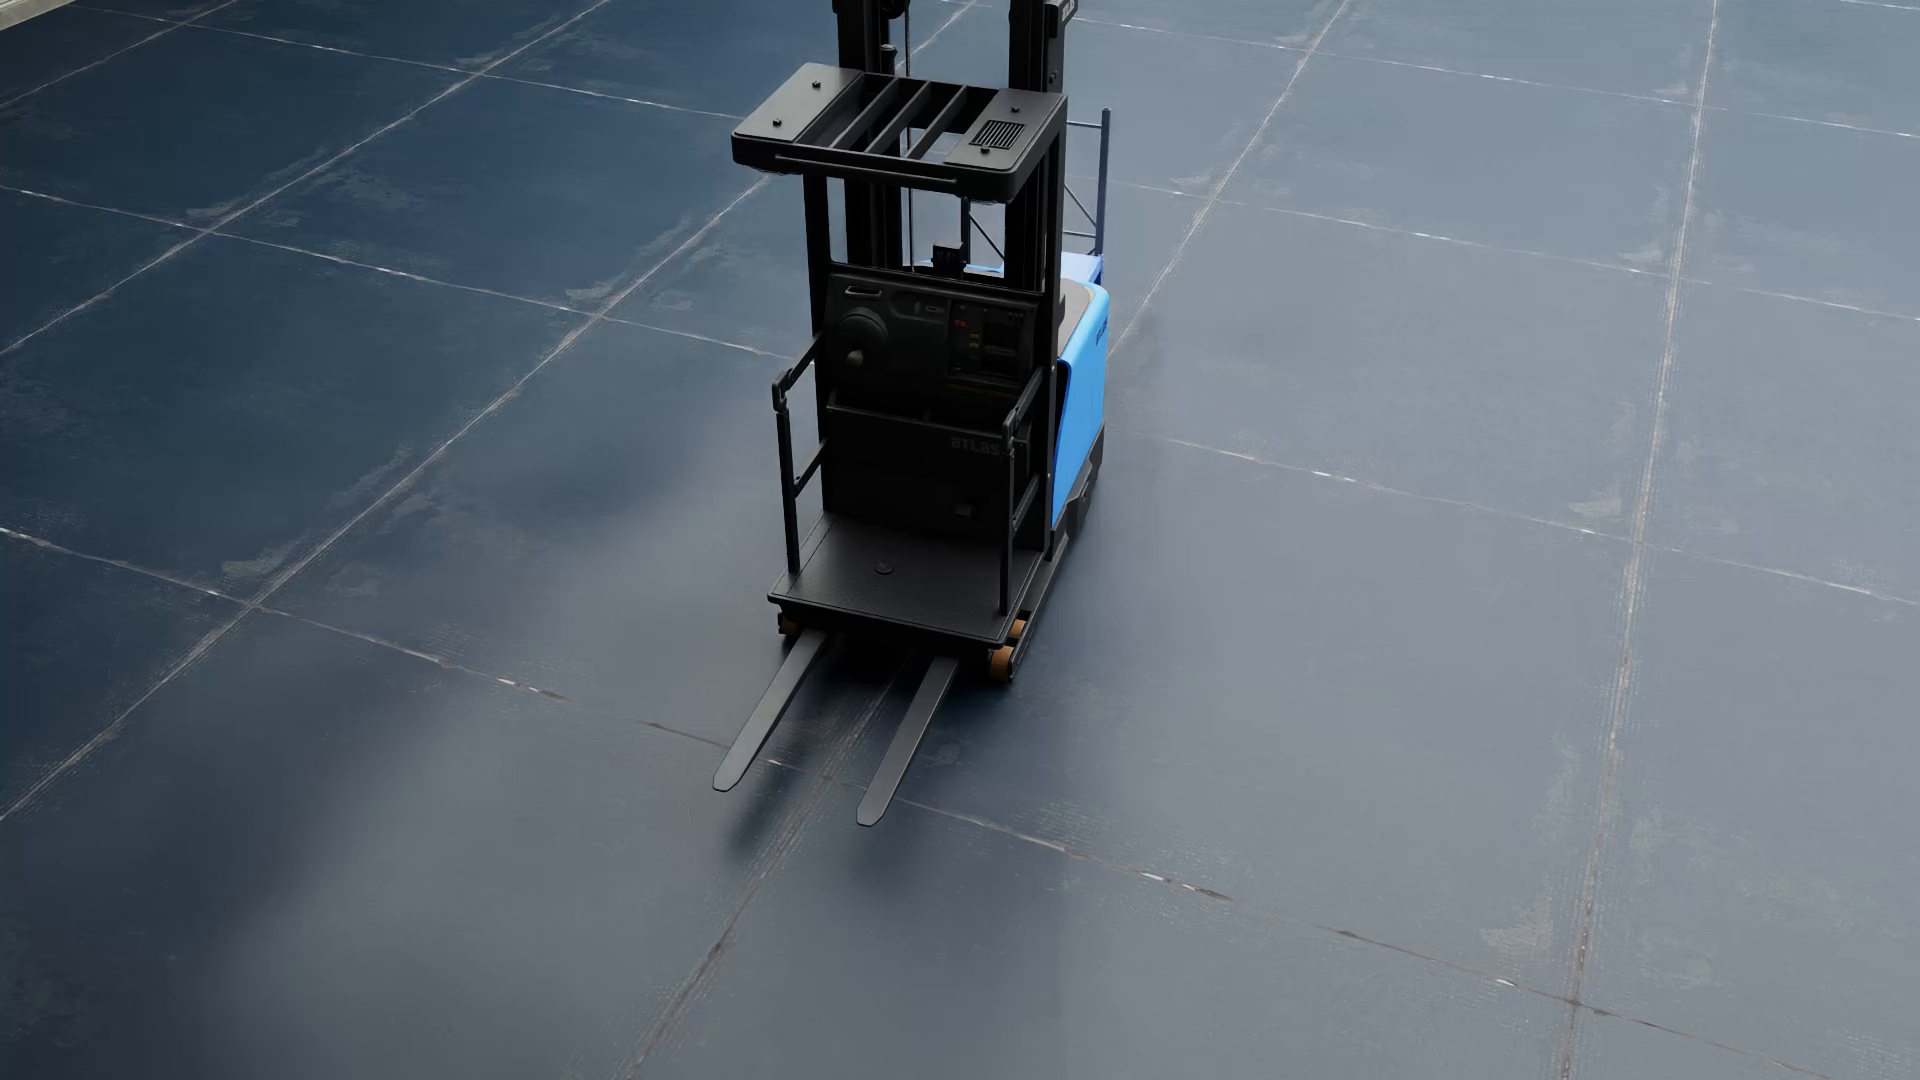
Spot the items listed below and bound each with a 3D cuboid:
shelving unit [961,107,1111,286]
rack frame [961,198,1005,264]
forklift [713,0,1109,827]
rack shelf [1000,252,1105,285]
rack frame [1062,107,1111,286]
[{"bbox_3d":[0.403,-1.432,8.913,0.538,1.500,1.048,11,38,14],"label":"shelving unit"},{"bbox_3d":[0.247,-1.142,8.525,0.500,1.500,0.032,11,38,14],"label":"rack frame"},{"bbox_3d":[-0.194,-0.815,6.892,1.130,2.935,3.031,11,38,14],"label":"forklift"},{"bbox_3d":[0.403,-1.288,9.020,0.538,0.185,1.000,11,38,14],"label":"rack shelf"},{"bbox_3d":[0.559,-1.721,9.300,0.500,1.500,0.032,11,38,14],"label":"rack frame"}]
